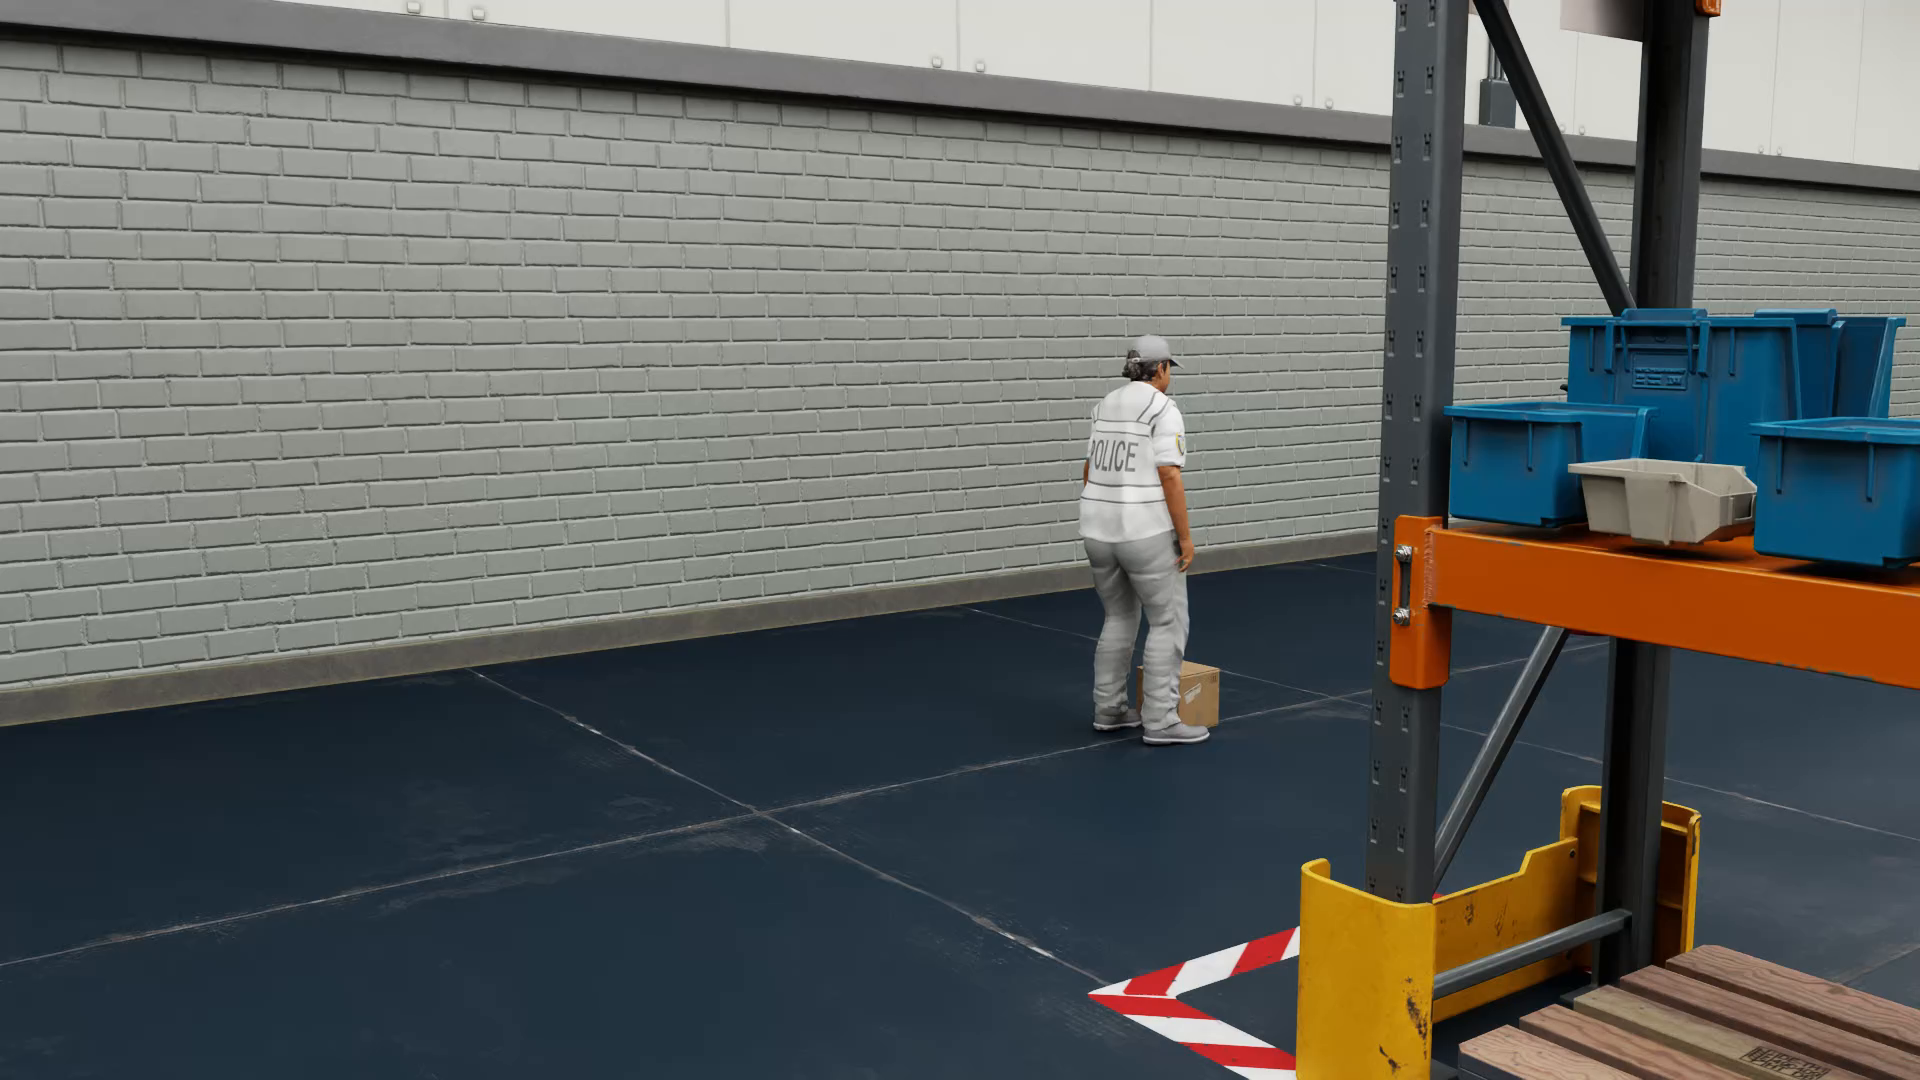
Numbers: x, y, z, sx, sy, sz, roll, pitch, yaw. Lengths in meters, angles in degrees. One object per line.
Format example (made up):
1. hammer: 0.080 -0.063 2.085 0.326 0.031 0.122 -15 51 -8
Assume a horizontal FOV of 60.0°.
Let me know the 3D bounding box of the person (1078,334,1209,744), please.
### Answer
1. person: 0.759 -0.013 6.882 0.468 1.666 0.564 -6 10 -39
